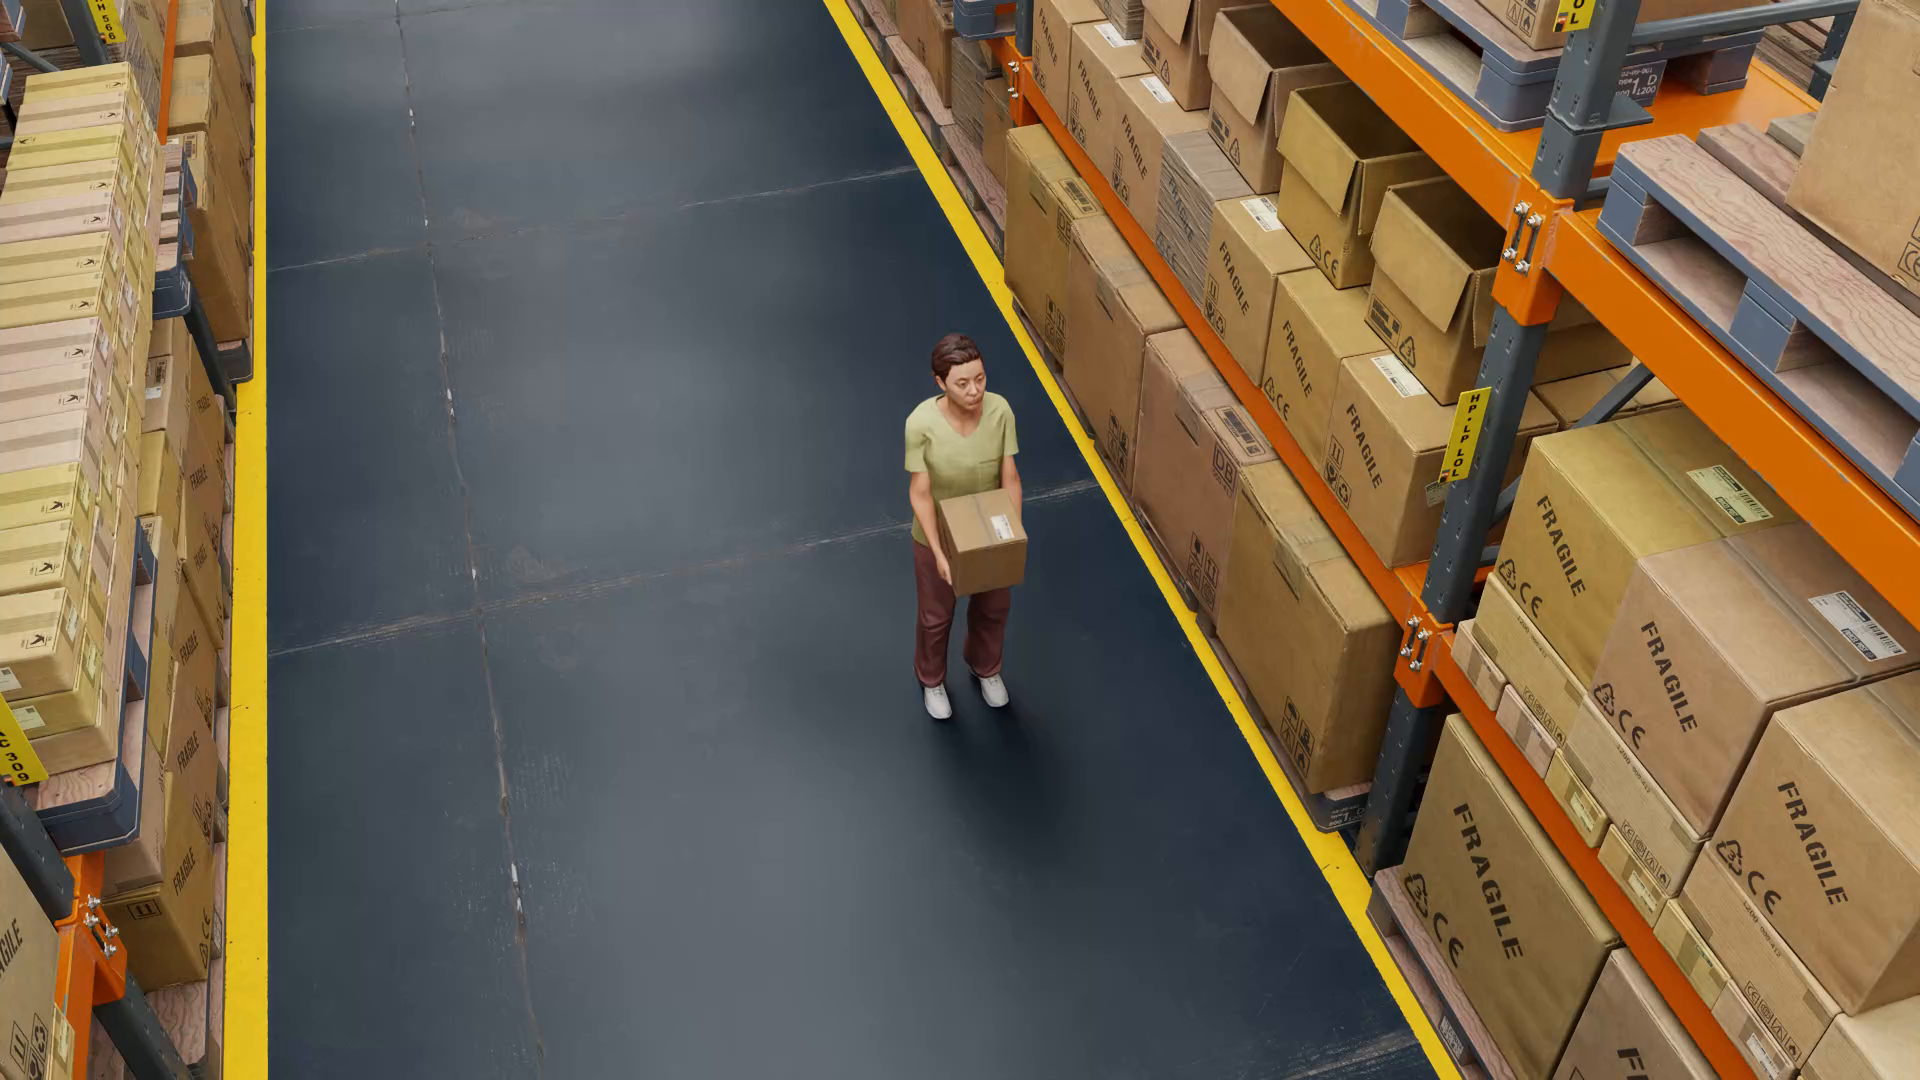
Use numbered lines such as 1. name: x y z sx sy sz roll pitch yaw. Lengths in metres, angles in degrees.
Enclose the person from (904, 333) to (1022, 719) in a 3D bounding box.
1. person: 0.022 0.014 6.156 0.425 1.664 0.551 -11 44 -12
